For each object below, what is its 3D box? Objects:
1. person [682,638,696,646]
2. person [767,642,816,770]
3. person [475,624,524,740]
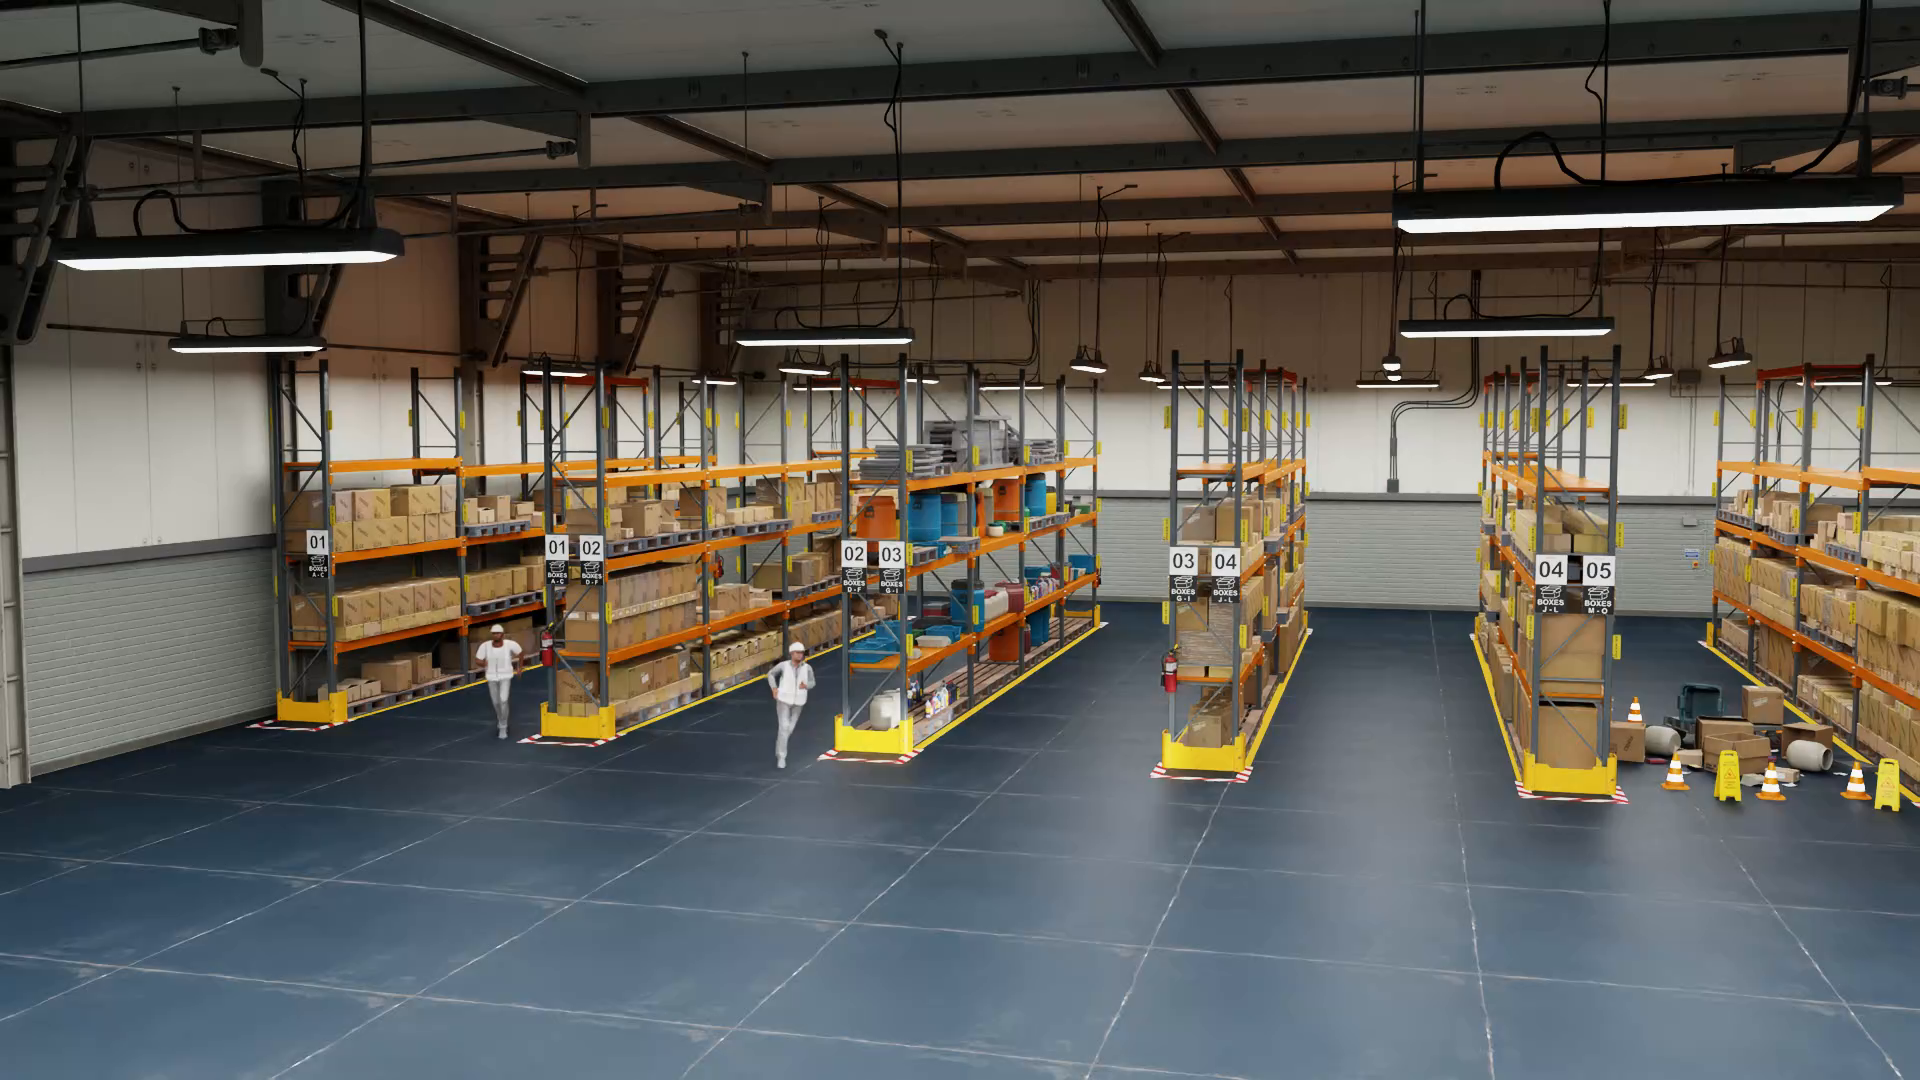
[{"bbox_3d":[-5.624,1.651,34.315,0.664,1.739,0.603,1,4,12],"label":"person"},{"bbox_3d":[-2.455,2.386,24.325,0.689,1.798,0.855,-2,5,-24],"label":"person"},{"bbox_3d":[-7.344,2.229,26.501,0.715,1.800,0.893,0,4,-2],"label":"person"}]
